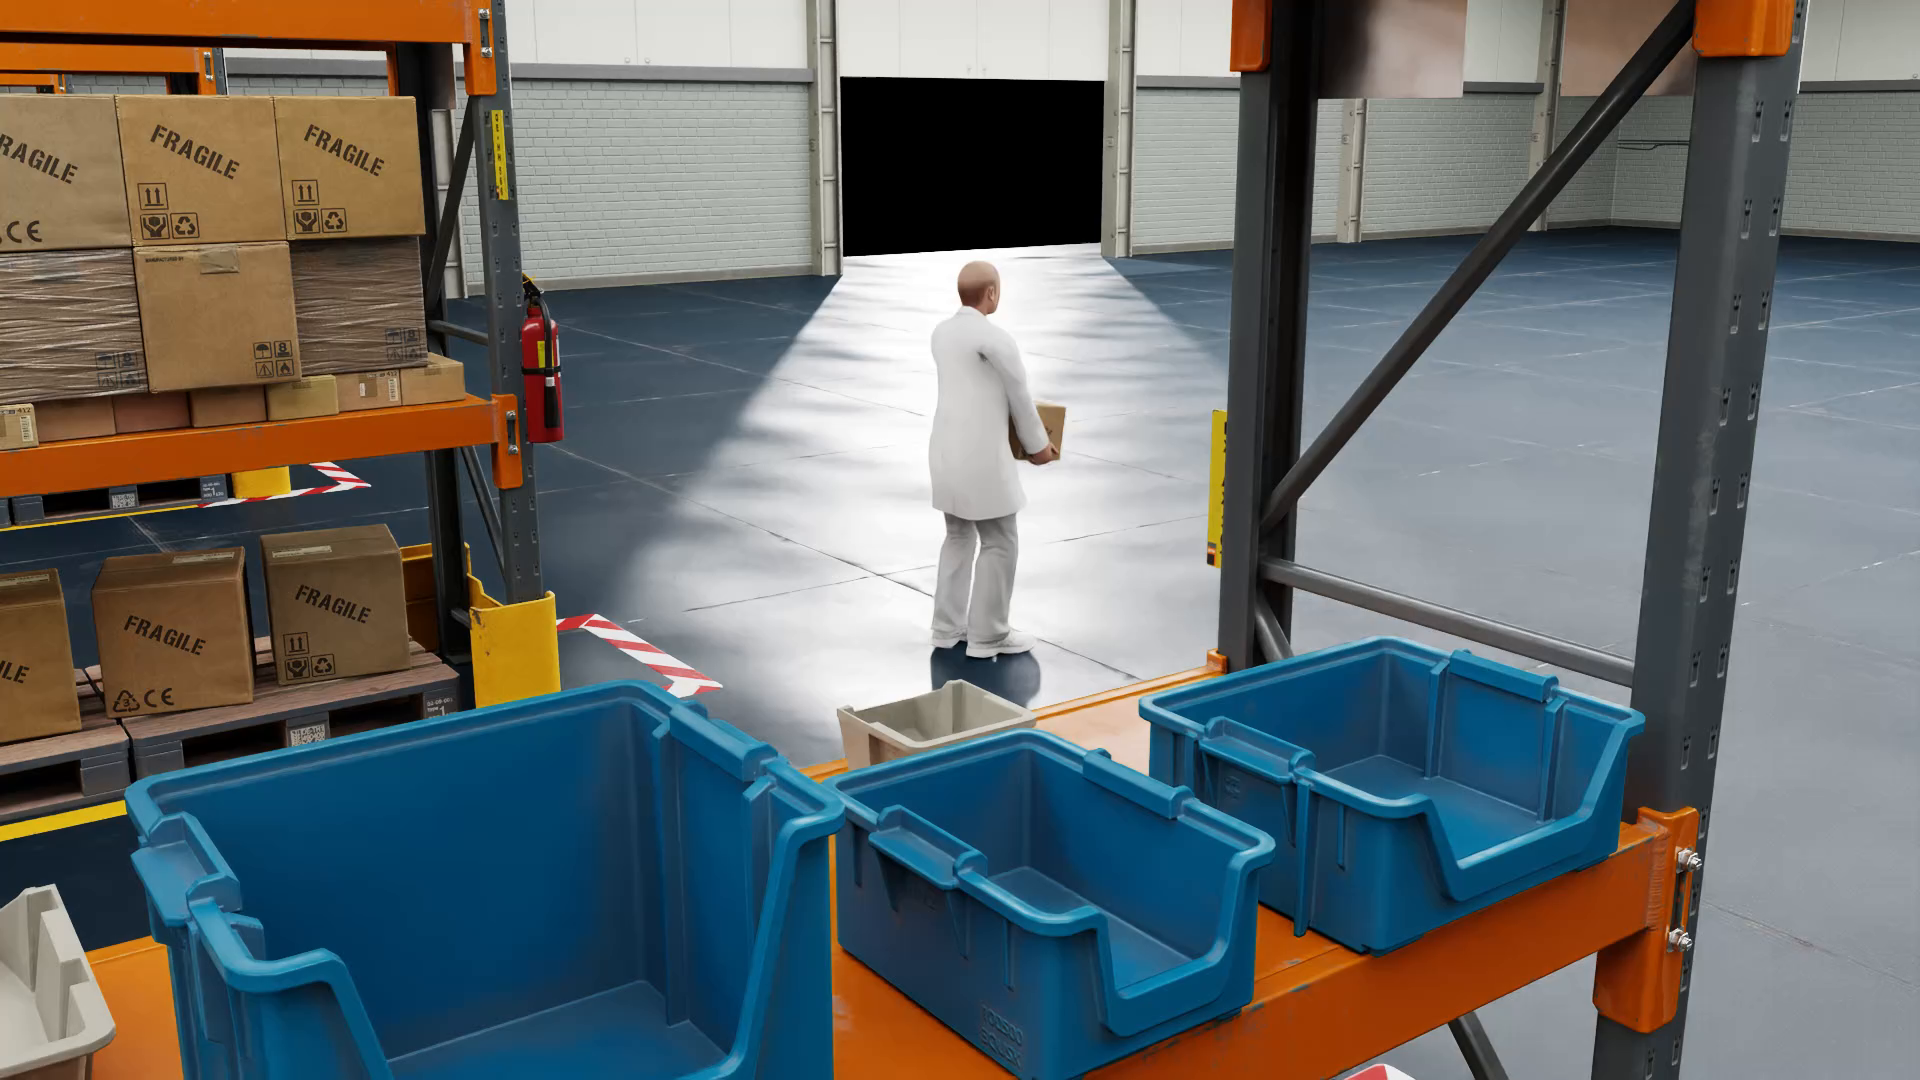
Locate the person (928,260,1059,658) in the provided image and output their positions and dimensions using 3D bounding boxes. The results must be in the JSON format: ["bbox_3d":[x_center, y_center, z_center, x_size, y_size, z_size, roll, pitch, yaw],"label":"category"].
[{"bbox_3d":[0.139,-0.371,7.511,0.566,1.778,0.526,-10,18,-36],"label":"person"}]
